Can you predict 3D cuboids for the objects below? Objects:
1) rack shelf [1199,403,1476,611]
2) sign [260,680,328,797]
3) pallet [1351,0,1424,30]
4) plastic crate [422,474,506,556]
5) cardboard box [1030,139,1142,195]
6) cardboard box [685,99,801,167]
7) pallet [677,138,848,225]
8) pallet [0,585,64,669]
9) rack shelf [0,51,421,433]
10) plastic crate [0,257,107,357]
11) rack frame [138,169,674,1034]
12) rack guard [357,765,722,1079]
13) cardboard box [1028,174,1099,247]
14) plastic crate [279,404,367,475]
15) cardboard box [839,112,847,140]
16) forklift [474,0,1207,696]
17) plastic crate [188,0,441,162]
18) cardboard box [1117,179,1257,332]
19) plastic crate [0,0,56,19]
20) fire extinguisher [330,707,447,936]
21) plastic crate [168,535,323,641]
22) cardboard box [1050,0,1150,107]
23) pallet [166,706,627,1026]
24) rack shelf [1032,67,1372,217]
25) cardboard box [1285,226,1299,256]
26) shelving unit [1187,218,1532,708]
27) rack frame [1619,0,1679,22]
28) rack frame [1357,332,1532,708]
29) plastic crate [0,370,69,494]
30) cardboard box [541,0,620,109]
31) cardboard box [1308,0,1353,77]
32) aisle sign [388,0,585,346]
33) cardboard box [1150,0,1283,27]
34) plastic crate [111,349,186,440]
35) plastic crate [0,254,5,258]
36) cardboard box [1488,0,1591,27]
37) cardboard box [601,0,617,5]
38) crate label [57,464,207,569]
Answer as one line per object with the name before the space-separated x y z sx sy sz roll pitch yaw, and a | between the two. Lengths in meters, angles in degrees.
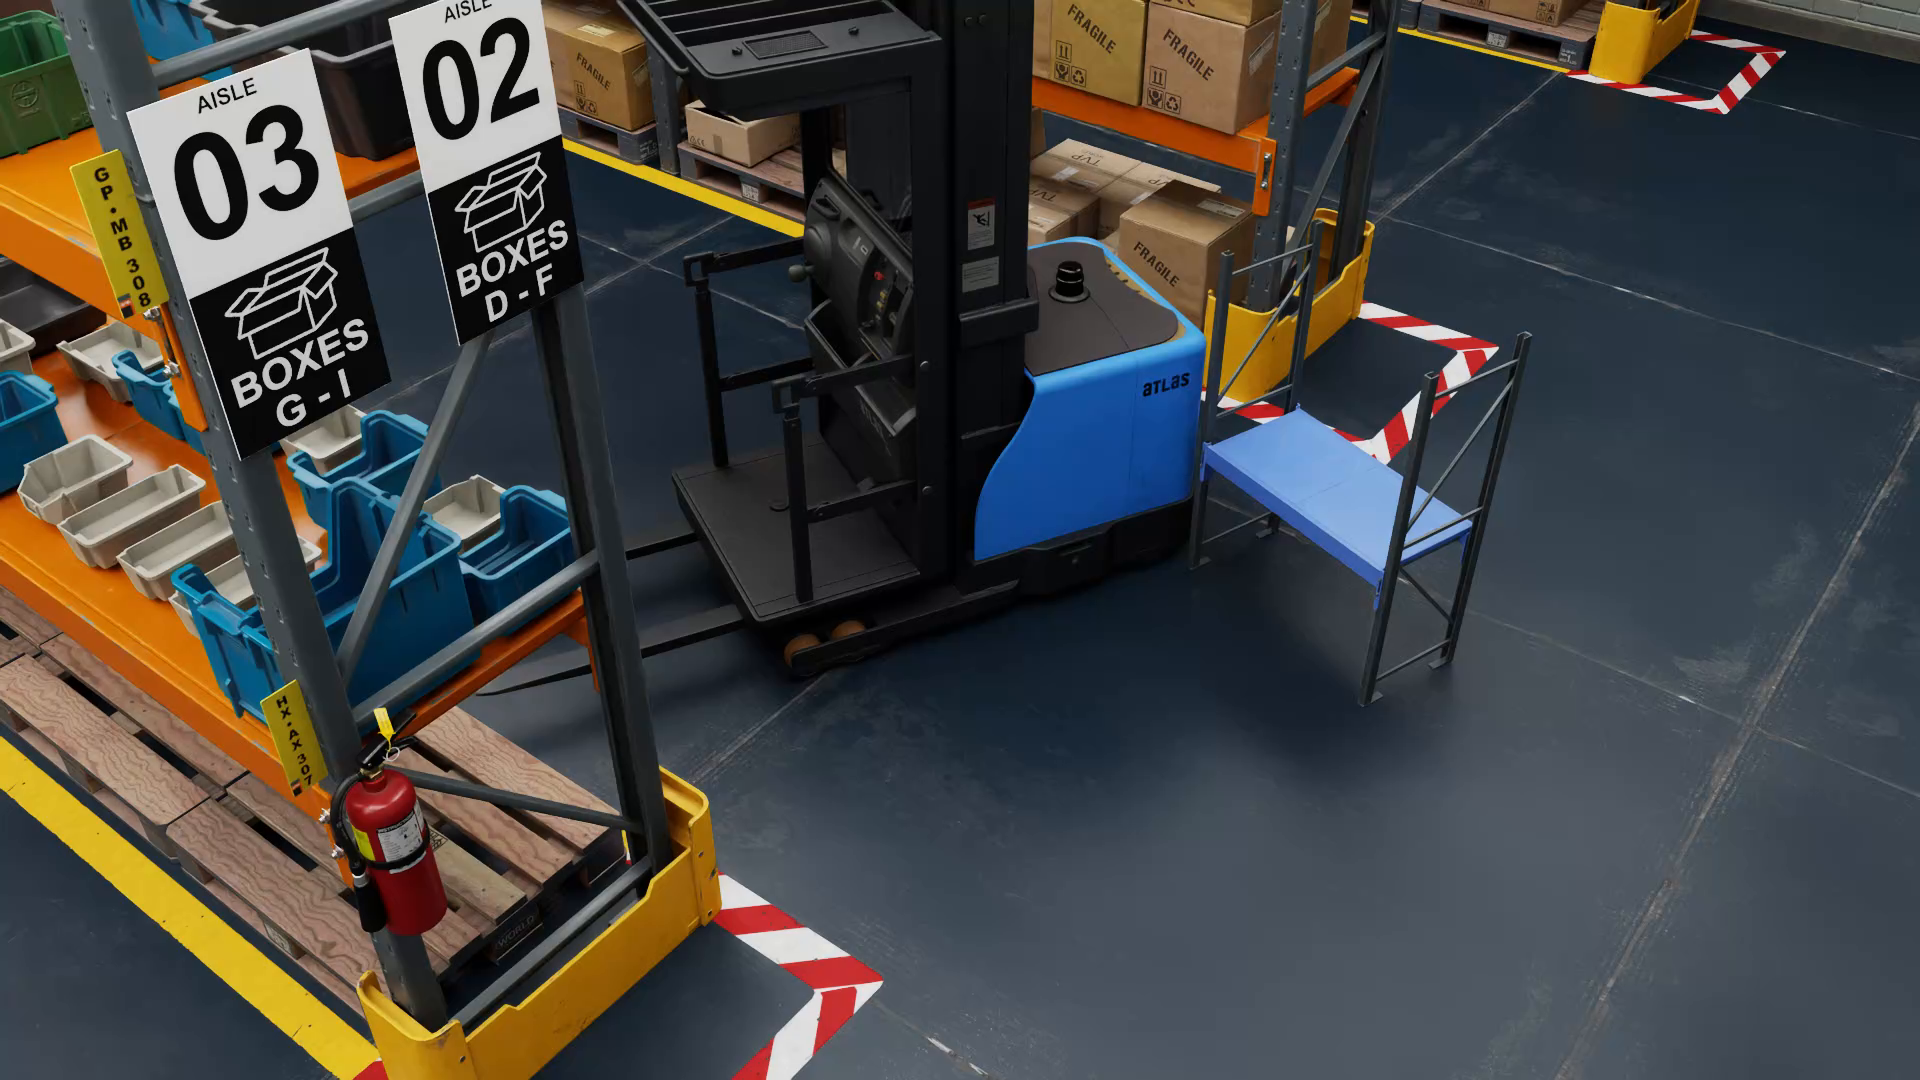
rack shelf | 1.469 -0.153 6.521 0.538 0.185 1.000 -23 43 -26
sign | -1.624 0.487 4.062 0.005 0.325 0.100 25 45 29
pallet | 3.069 -4.195 12.438 1.213 0.211 1.003 25 45 29
plastic crate | -1.503 -0.058 5.056 0.298 0.136 0.250 25 45 29
cardboard box | 0.656 -1.956 9.188 0.500 0.250 0.500 25 45 29
cardboard box | -1.265 -2.498 9.831 0.500 0.311 0.500 25 45 29
pallet | -0.922 -2.290 10.004 1.213 0.211 1.003 25 45 29
pallet | -3.872 0.132 6.910 1.213 0.211 1.003 25 45 29
rack shelf | -2.891 -1.371 4.718 4.000 0.370 1.077 25 45 29
plastic crate | -3.427 -0.850 6.077 0.590 0.125 0.437 25 45 29
rack frame | -1.302 0.276 4.464 0.127 3.000 1.000 25 45 29
rack guard | -1.275 1.263 5.232 0.348 0.500 1.175 25 45 29
cardboard box | 0.392 -1.692 8.852 0.500 0.250 0.500 25 45 29
plastic crate | -2.042 -0.312 5.381 0.298 0.136 0.250 25 45 29
cardboard box | -0.508 -2.511 9.980 0.250 0.149 0.380 25 45 29
forklift | -0.567 -0.989 6.135 3.031 2.935 1.130 -16 41 -20
plastic crate | -1.439 -1.134 3.938 0.590 0.269 0.497 25 45 29
cardboard box | 1.128 -1.420 8.301 0.500 0.500 0.500 25 45 29
plastic crate | -2.349 -1.587 4.462 0.767 0.338 0.504 25 45 29
fire extinguisher | -1.459 0.732 4.247 0.183 0.674 0.296 25 45 29
plastic crate | -2.060 0.139 4.804 0.243 0.136 0.396 25 45 29
cardboard box | 0.775 -2.415 7.820 0.500 0.500 0.500 26 45 29
pallet | -1.934 1.046 5.743 1.213 0.211 1.003 25 45 29
rack shelf | 0.121 -2.614 8.739 4.000 0.370 1.077 25 45 29
cardboard box | 1.586 -1.524 8.719 0.250 0.149 0.380 25 45 29
shelving unit | 1.469 -0.295 6.410 0.538 1.500 1.048 -23 43 -26
rack frame | 4.716 -4.575 10.660 0.127 3.000 1.000 25 45 29
rack frame | 1.754 -0.035 6.078 0.500 1.500 0.032 -23 43 -26
plastic crate | -3.089 -0.325 5.319 0.300 0.233 0.416 25 45 29
cardboard box | -2.421 -3.069 10.407 0.500 0.500 0.500 25 45 29
cardboard box | 1.518 -2.483 7.907 0.500 0.500 0.500 26 45 29
aisle sign | -1.065 -0.866 3.814 0.004 0.787 0.394 25 45 29
cardboard box | 1.189 -2.613 7.262 0.500 0.500 0.500 25 44 28
plastic crate | -2.583 -0.541 5.595 0.300 0.233 0.416 25 45 29
plastic crate | -3.901 -1.232 6.354 0.575 0.384 0.392 25 45 29
cardboard box | 4.100 -3.969 11.574 0.500 0.500 0.700 25 45 29
cardboard box | -2.134 -3.330 10.741 0.500 0.500 0.500 26 45 29
crate label | -2.518 -0.069 5.070 0.243 0.136 0.396 25 45 29
